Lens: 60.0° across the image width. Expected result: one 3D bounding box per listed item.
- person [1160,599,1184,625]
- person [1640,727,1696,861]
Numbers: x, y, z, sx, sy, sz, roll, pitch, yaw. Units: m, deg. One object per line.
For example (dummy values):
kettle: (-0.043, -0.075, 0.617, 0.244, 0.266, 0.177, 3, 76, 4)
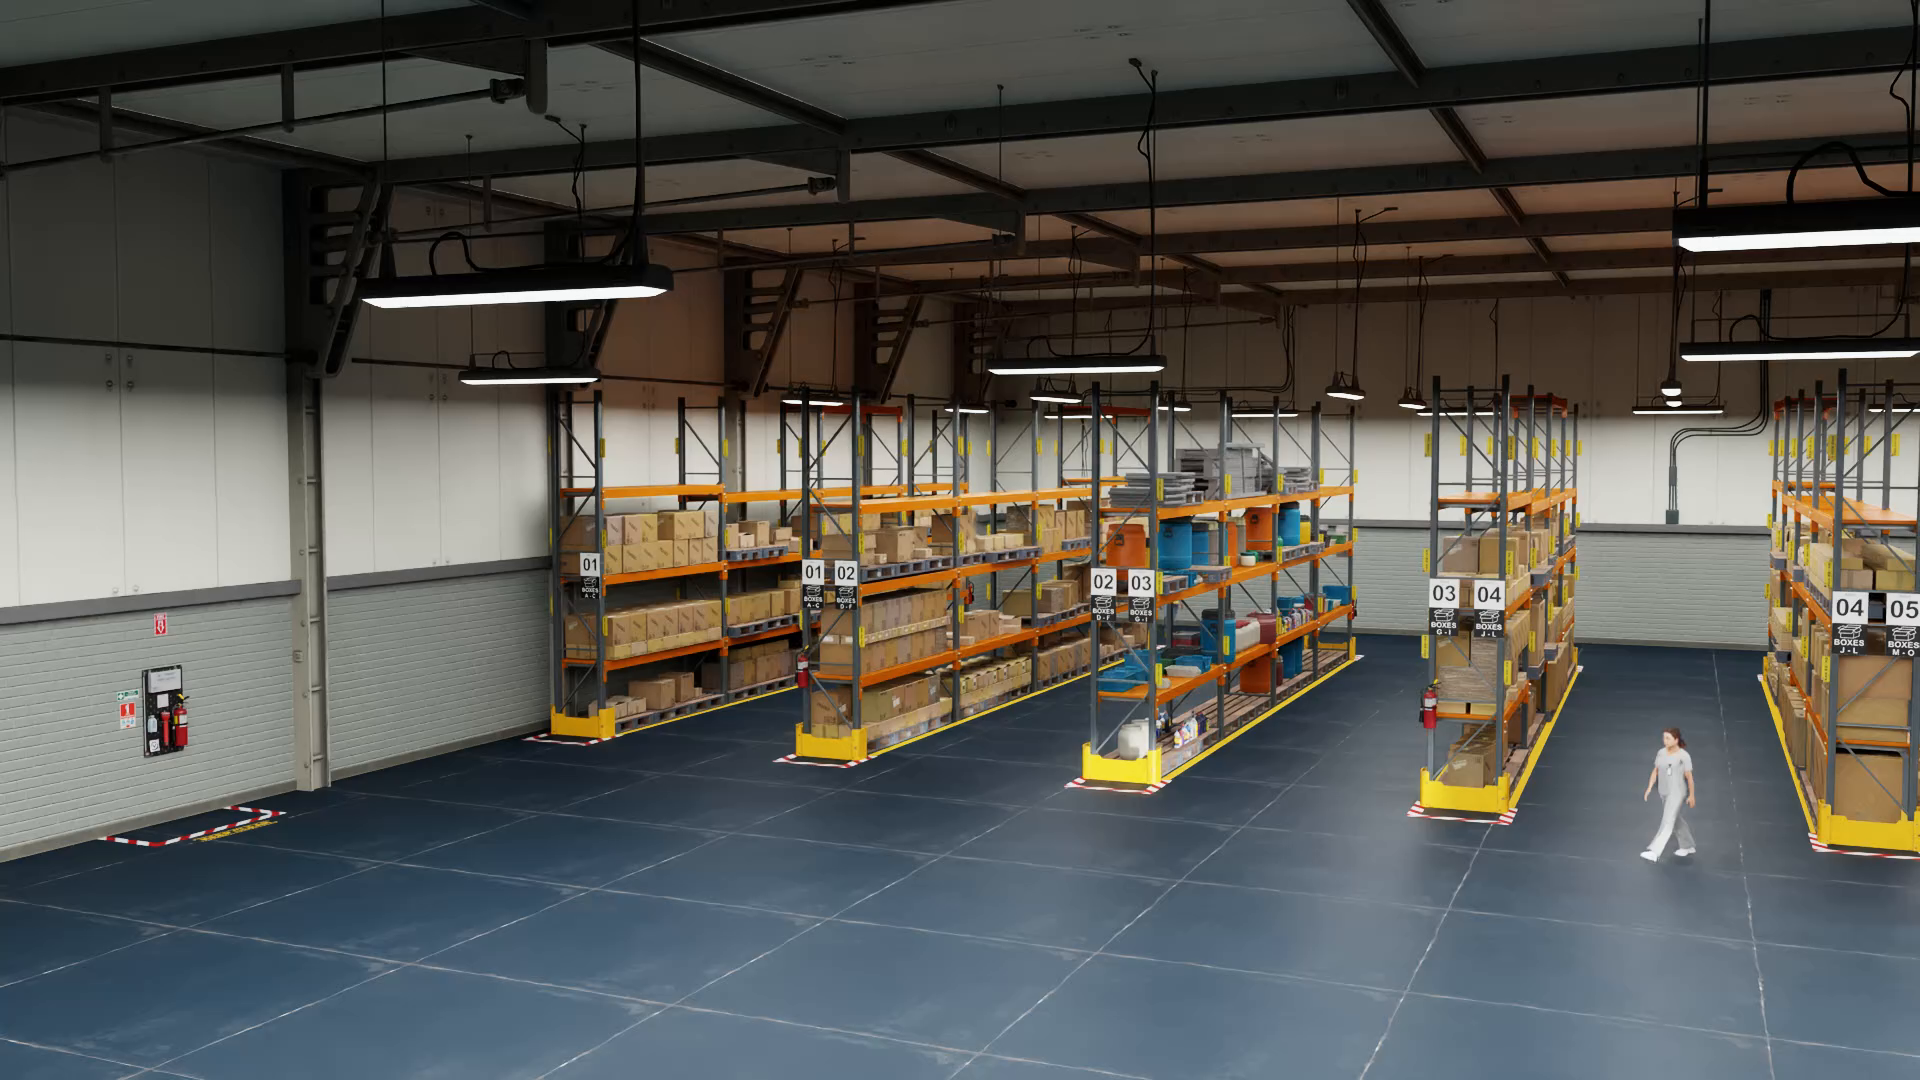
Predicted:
person: (5.608, 1.706, 43.971, 0.591, 1.757, 0.936, 0, 3, -8)
person: (8.543, 3.072, 20.117, 1.070, 1.590, 0.469, -1, 3, -22)
